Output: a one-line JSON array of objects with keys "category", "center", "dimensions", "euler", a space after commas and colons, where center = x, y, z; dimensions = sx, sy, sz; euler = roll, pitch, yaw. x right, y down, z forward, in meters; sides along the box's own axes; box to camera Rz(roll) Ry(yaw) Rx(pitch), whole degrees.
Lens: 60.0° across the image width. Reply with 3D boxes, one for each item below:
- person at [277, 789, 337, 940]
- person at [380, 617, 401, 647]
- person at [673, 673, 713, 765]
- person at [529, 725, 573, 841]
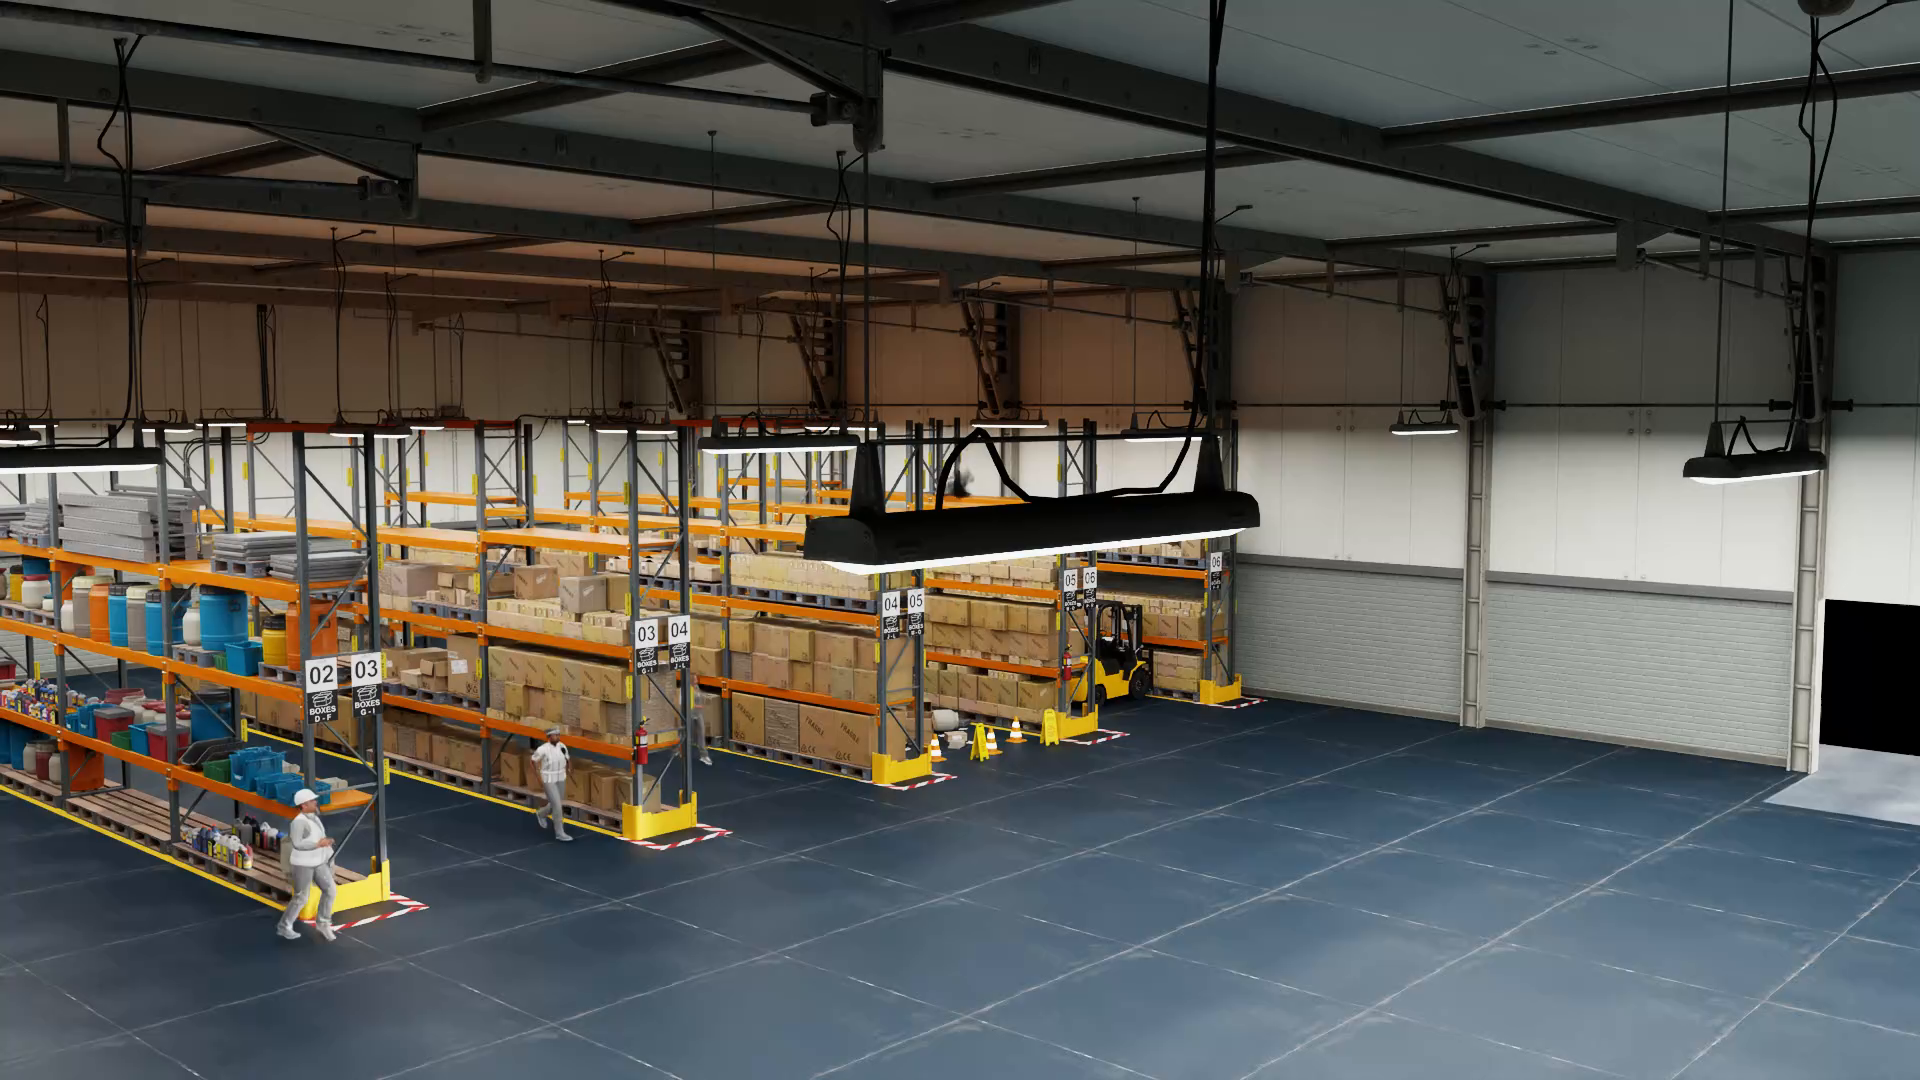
[{"category": "person", "center": [-7.694, 3.844, 19.624], "dimensions": [0.686, 1.826, 0.656], "euler": [0, 5, 4]}, {"category": "person", "center": [-13.574, 2.166, 39.661], "dimensions": [0.675, 1.767, 0.981], "euler": [2, 5, 27]}, {"category": "person", "center": [-4.727, 3.132, 29.308], "dimensions": [0.877, 1.605, 0.538], "euler": [3, 6, 32]}, {"category": "person", "center": [-5.961, 3.501, 24.205], "dimensions": [0.835, 1.669, 0.600], "euler": [4, 6, 40]}]
